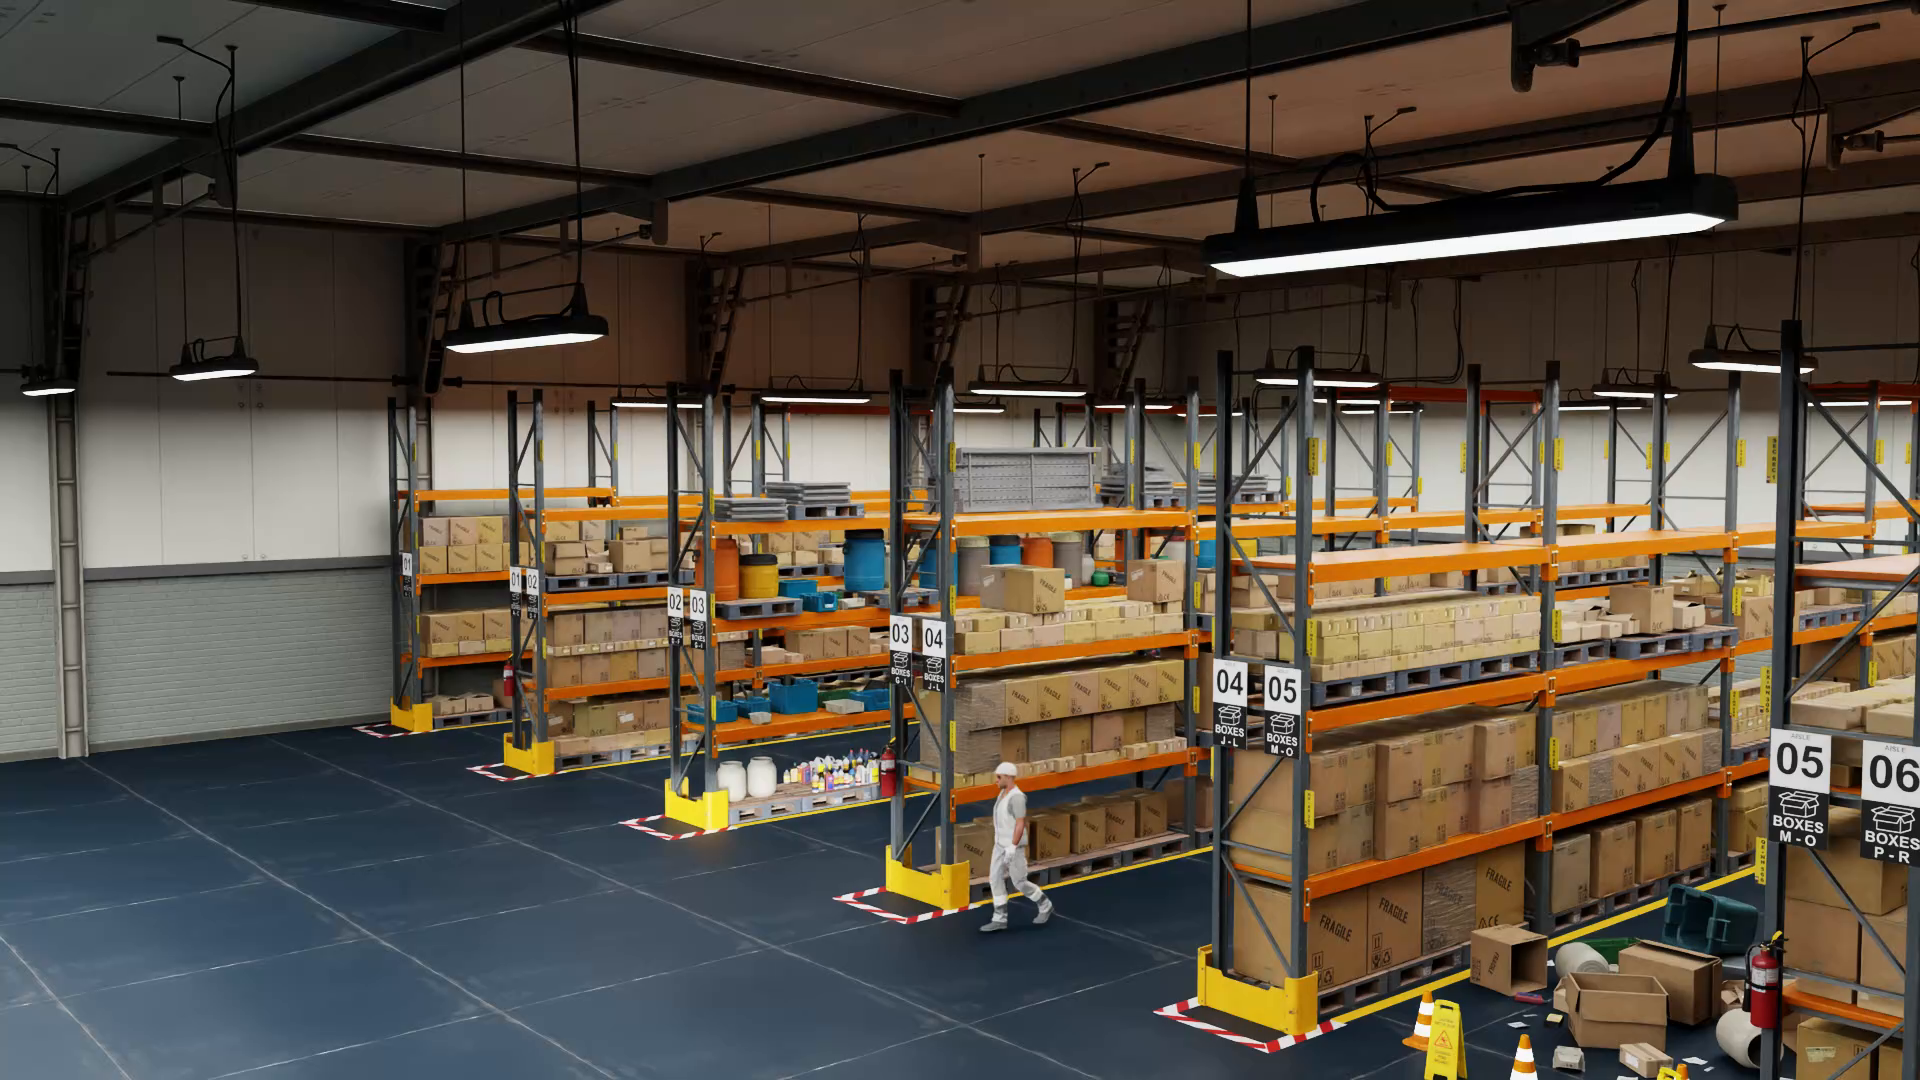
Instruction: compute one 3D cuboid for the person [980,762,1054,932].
[{"bbox_3d":[0.592,3.247,17.697,0.817,1.773,0.629,-2,4,-25],"label":"person"}]
